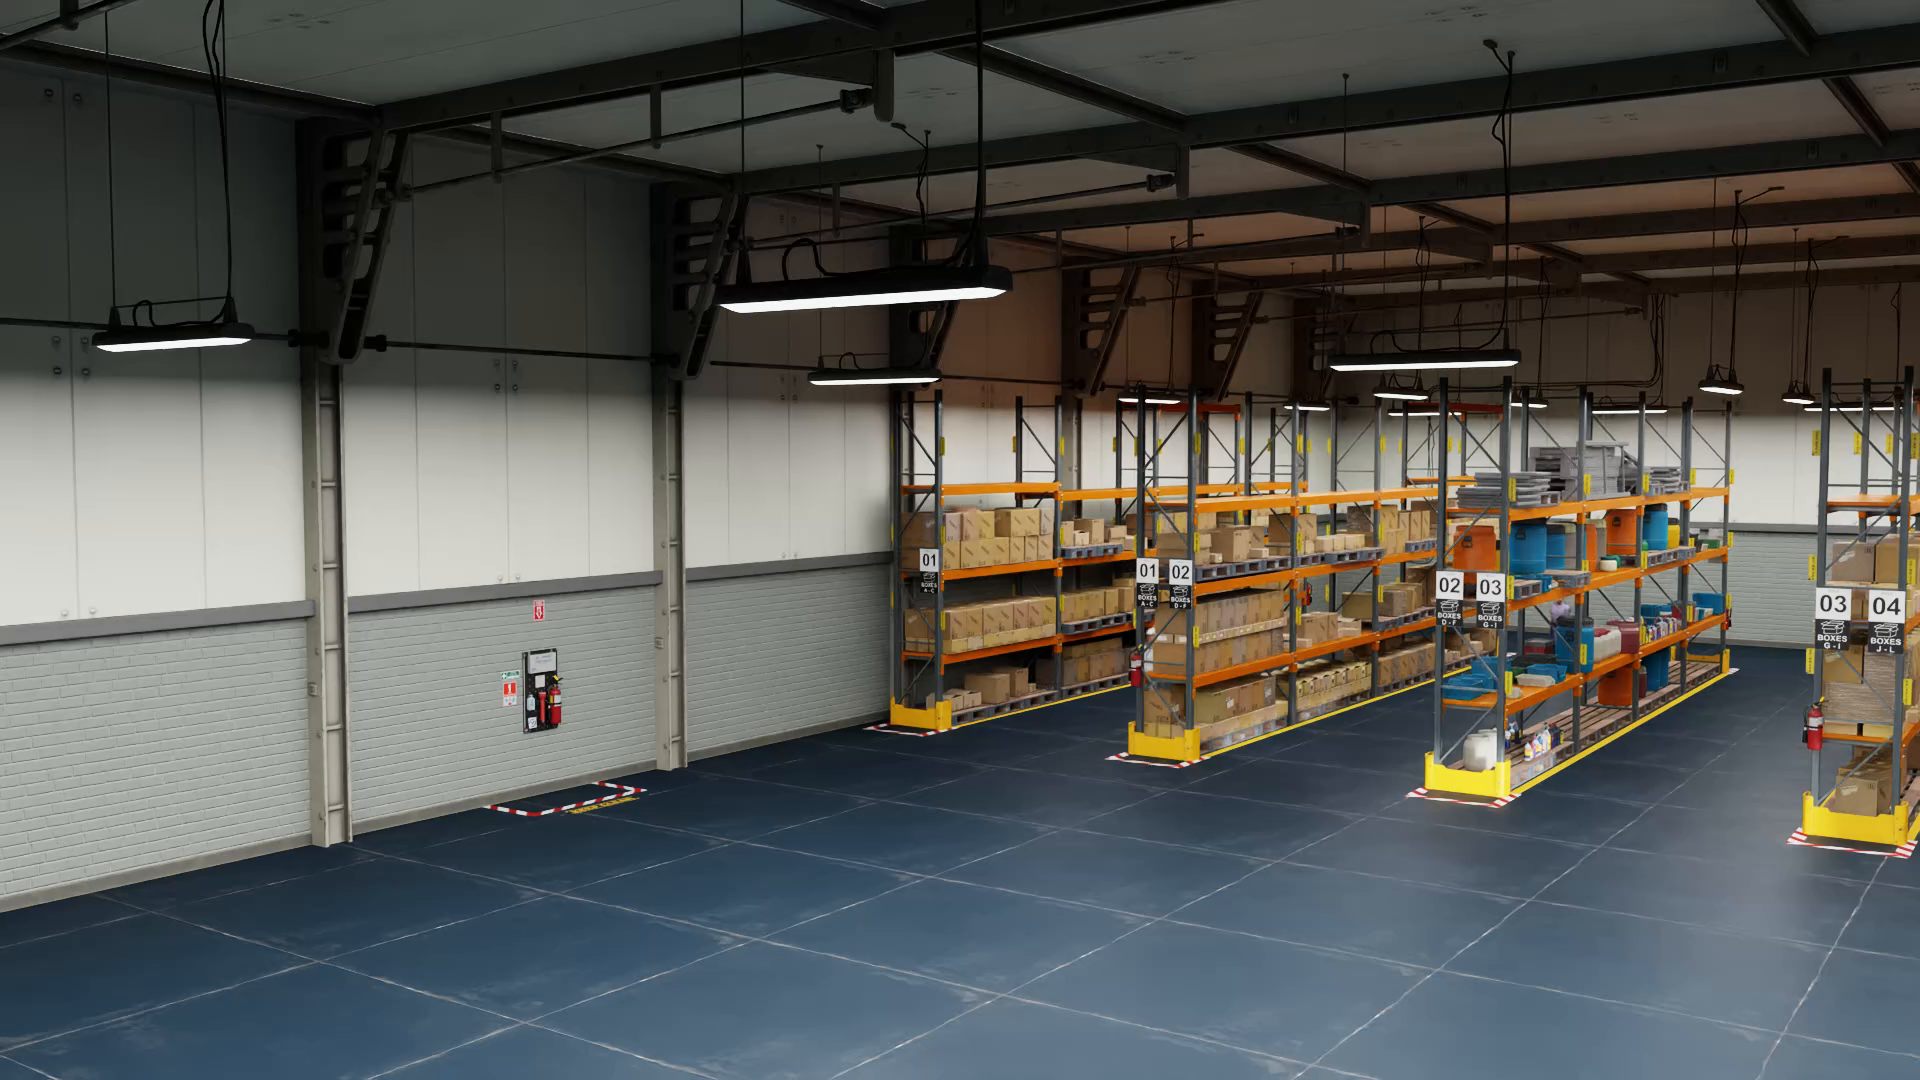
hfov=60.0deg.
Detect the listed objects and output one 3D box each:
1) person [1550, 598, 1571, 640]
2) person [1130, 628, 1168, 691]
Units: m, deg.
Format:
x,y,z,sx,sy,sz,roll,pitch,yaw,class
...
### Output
x,y,z,sx,sy,sz,roll,pitch,yaw,class
13.944,2.024,38.543,0.487,1.589,0.857,2,4,33,person
3.411,2.442,29.898,0.611,1.710,1.069,3,4,38,person
